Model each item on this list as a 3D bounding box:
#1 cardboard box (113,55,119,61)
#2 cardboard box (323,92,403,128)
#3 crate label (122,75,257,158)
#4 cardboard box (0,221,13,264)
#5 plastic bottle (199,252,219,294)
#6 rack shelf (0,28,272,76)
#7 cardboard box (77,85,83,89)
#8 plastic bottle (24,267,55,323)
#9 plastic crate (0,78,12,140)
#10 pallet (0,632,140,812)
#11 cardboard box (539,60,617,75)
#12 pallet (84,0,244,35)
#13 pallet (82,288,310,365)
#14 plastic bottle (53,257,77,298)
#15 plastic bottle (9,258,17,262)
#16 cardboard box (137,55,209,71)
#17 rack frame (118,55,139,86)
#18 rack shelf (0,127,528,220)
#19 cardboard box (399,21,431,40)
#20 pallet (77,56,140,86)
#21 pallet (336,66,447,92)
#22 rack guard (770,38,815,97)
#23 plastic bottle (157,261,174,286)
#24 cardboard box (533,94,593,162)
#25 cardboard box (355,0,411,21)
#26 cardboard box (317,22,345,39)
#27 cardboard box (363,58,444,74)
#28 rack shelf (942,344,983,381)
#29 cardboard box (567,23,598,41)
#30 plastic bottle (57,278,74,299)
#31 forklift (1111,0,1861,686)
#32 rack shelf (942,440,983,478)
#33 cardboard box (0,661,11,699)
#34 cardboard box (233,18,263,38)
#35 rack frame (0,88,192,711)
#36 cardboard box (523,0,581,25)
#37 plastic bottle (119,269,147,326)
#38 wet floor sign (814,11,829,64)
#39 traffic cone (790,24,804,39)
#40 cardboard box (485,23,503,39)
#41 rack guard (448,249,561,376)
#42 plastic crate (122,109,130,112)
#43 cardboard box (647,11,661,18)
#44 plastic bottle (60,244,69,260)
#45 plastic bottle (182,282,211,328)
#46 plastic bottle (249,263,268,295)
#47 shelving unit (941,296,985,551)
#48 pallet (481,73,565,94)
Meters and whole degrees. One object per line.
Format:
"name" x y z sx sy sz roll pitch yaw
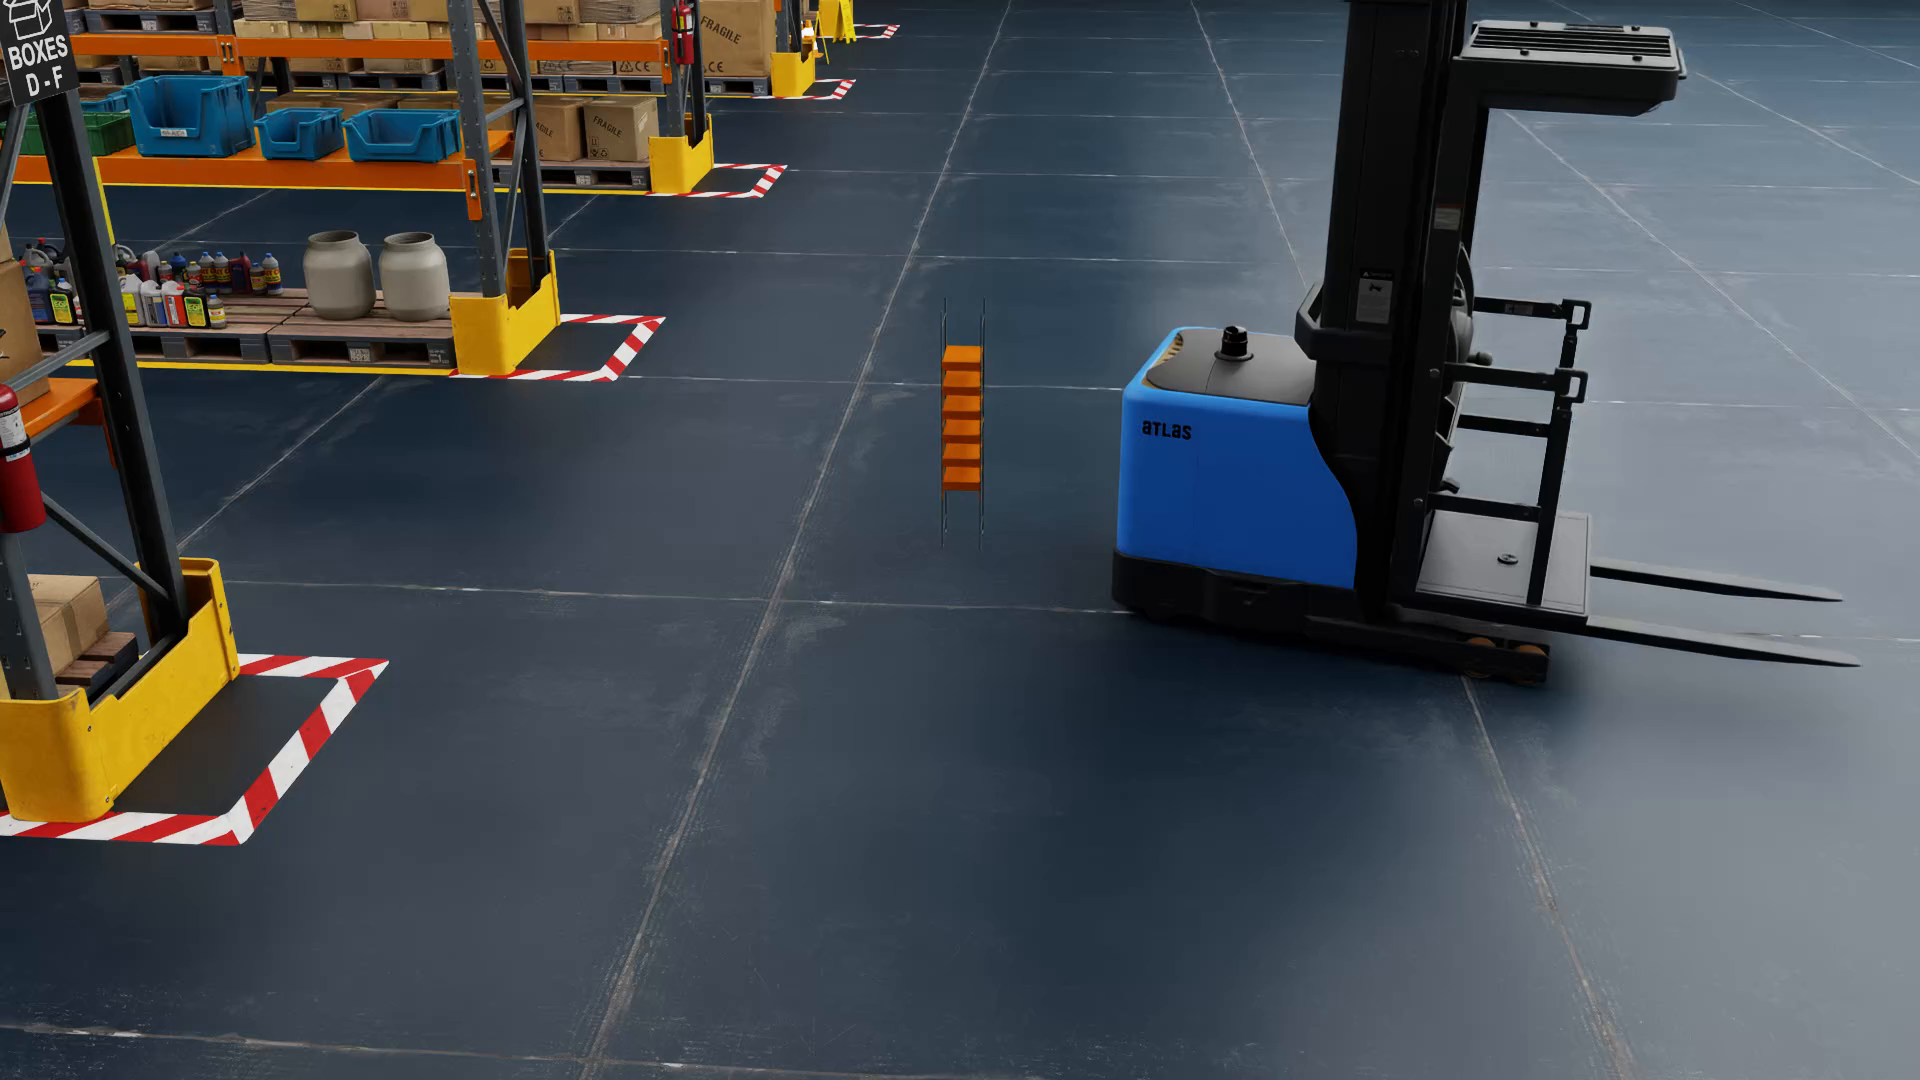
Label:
"cardboard box" -10.678 -6.225 20.617 0.500 0.500 0.500 1 25 2
"cardboard box" -5.517 -3.859 15.476 0.500 0.500 0.500 10 27 21
"crate label" -4.731 -2.619 10.249 0.616 0.435 0.502 2 25 4
"cardboard box" -3.633 -1.034 5.953 0.250 0.149 0.380 2 25 4
"plastic bottle" -5.101 -1.819 11.291 0.097 0.271 0.097 0 25 0
"rack shelf" -8.478 -4.586 15.427 4.000 0.370 1.077 2 25 4
"cardboard box" -8.683 -4.000 15.758 0.500 0.500 0.700 4 25 8
"plastic bottle" -5.902 -1.576 10.668 0.185 0.351 0.144 1 25 2
"plastic crate" -6.351 -2.686 10.513 0.504 0.338 0.767 2 25 4
"pallet" -4.024 0.668 6.485 1.213 0.211 1.003 2 25 4
"cardboard box" -4.483 -6.062 19.813 0.875 0.875 0.875 2 25 4
"pallet" -7.235 -4.847 15.363 1.213 0.211 1.003 2 25 4
"pallet" -4.977 -1.441 11.068 1.213 0.211 1.003 2 25 4
"plastic bottle" -5.994 -1.778 11.196 0.135 0.276 0.152 2 25 4
"plastic bottle" -6.478 -1.831 11.402 0.097 0.201 0.097 0 25 0
"cardboard box" -9.392 -6.152 20.160 0.750 0.750 1.050 2 25 3
"rack frame" -9.992 -7.041 19.902 0.127 3.000 1.000 2 25 4
"rack shelf" -4.869 -2.394 10.663 4.000 0.370 1.077 2 25 4
"cardboard box" -4.796 -4.560 14.811 0.250 0.149 0.380 2 25 4
"pallet" -10.771 -5.800 20.540 1.213 0.211 1.003 2 25 4
"pallet" -6.779 -5.639 20.192 1.213 0.211 1.003 2 25 4
"rack guard" -1.992 -5.648 19.866 0.348 0.500 1.175 2 25 4
"plastic bottle" -5.404 -1.797 11.327 0.097 0.201 0.097 0 25 0
"cardboard box" -3.716 -3.808 15.364 0.500 0.500 0.500 8 26 18
"cardboard box" -5.038 -4.984 14.957 0.500 0.500 0.875 2 25 4
"cardboard box" -5.543 -4.588 14.873 0.250 0.149 0.380 2 25 4
"cardboard box" -6.630 -6.064 19.968 0.750 0.750 1.050 2 25 4
"rack shelf" 0.014 -0.831 7.805 0.180 0.103 0.258 2 25 4
"cardboard box" -3.298 -4.524 14.734 0.250 0.149 0.380 2 25 4
"plastic bottle" -5.753 -1.551 10.709 0.097 0.271 0.097 0 25 0
"forklift" 2.253 -0.979 6.809 3.031 2.935 1.130 9 26 18
"rack shelf" 0.014 -0.395 8.006 0.180 0.103 0.258 2 25 4
"cardboard box" -3.815 0.572 6.144 0.500 0.250 0.500 2 25 4
"cardboard box" -6.293 -4.602 14.903 0.250 0.149 0.380 2 25 4
"rack frame" -3.258 -0.592 5.887 0.127 3.000 1.000 2 25 4
"cardboard box" -3.550 -4.896 14.766 0.500 0.500 0.875 2 25 4
"plastic bottle" -5.293 -1.556 10.626 0.185 0.351 0.144 3 25 6
"wet floor sign" -1.835 -6.539 21.629 0.232 0.644 0.267 -2 25 -5
"traffic cone" -2.265 -7.175 23.228 0.334 0.463 0.336 2 25 4
"cardboard box" -4.044 -4.563 14.817 0.250 0.149 0.380 2 25 4
"rack guard" -2.955 -1.504 10.859 0.348 0.500 1.175 2 25 4
"plastic crate" -5.225 -2.718 10.823 0.437 0.136 0.530 2 25 4
"cardboard box" -2.762 -4.715 15.148 0.250 0.149 0.380 2 25 4
"plastic bottle" -6.008 -1.874 11.316 0.185 0.351 0.144 1 25 1
"plastic bottle" -4.858 -1.494 10.572 0.133 0.283 0.061 2 25 5
"plastic bottle" -4.762 -1.776 11.282 0.097 0.201 0.097 0 25 0
"shelving unit" 0.014 -0.545 7.937 0.189 1.200 0.258 2 25 4
"pallet" -5.252 -5.589 20.083 1.213 0.211 1.003 2 25 4
